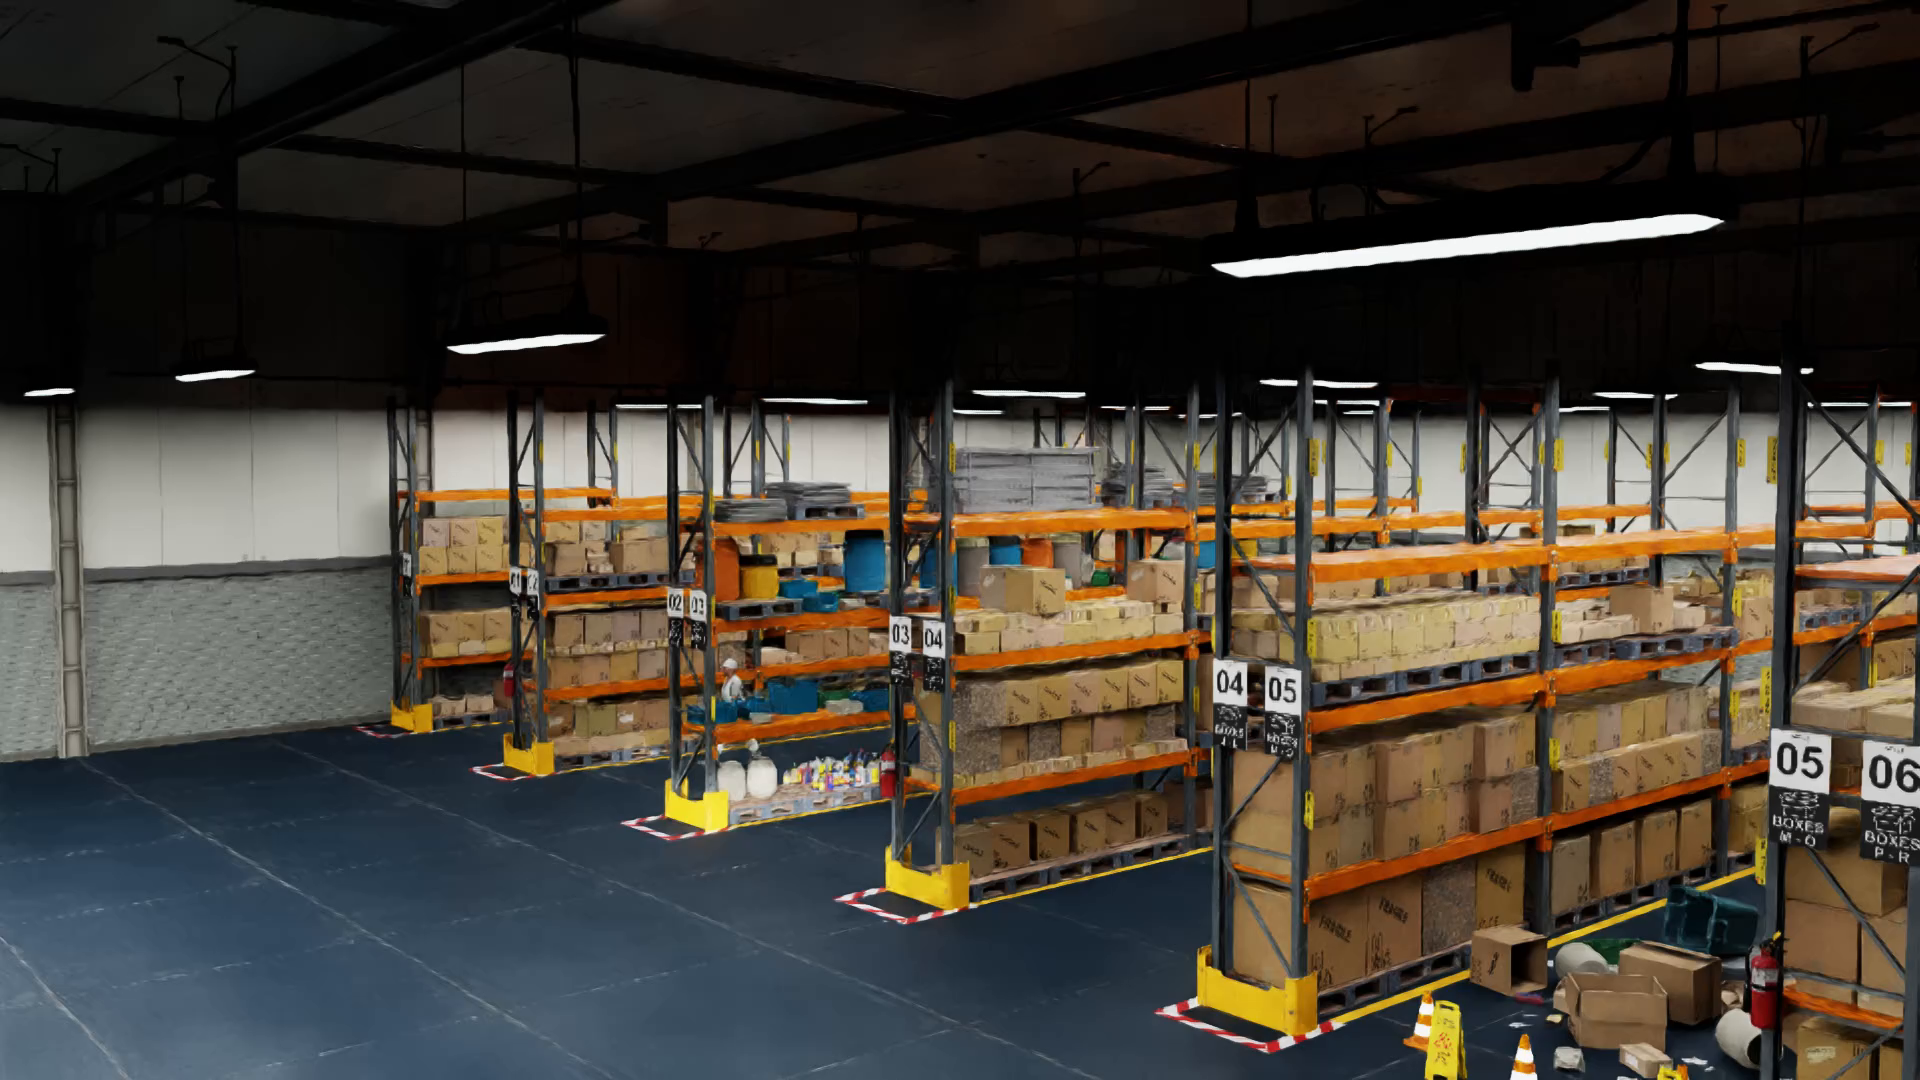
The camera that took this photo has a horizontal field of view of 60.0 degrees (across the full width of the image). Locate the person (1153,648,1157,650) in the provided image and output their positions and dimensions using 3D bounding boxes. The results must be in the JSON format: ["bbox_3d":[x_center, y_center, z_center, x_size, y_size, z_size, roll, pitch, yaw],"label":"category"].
[{"bbox_3d":[4.053,2.406,32.518,0.546,1.733,0.729,-3,4,-42],"label":"person"}]

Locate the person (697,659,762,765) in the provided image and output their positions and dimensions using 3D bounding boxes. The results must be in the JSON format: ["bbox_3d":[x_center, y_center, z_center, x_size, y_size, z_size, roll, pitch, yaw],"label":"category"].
[{"bbox_3d":[-3.643,2.746,26.421,1.037,1.728,0.531,-2,4,-32],"label":"person"}]
